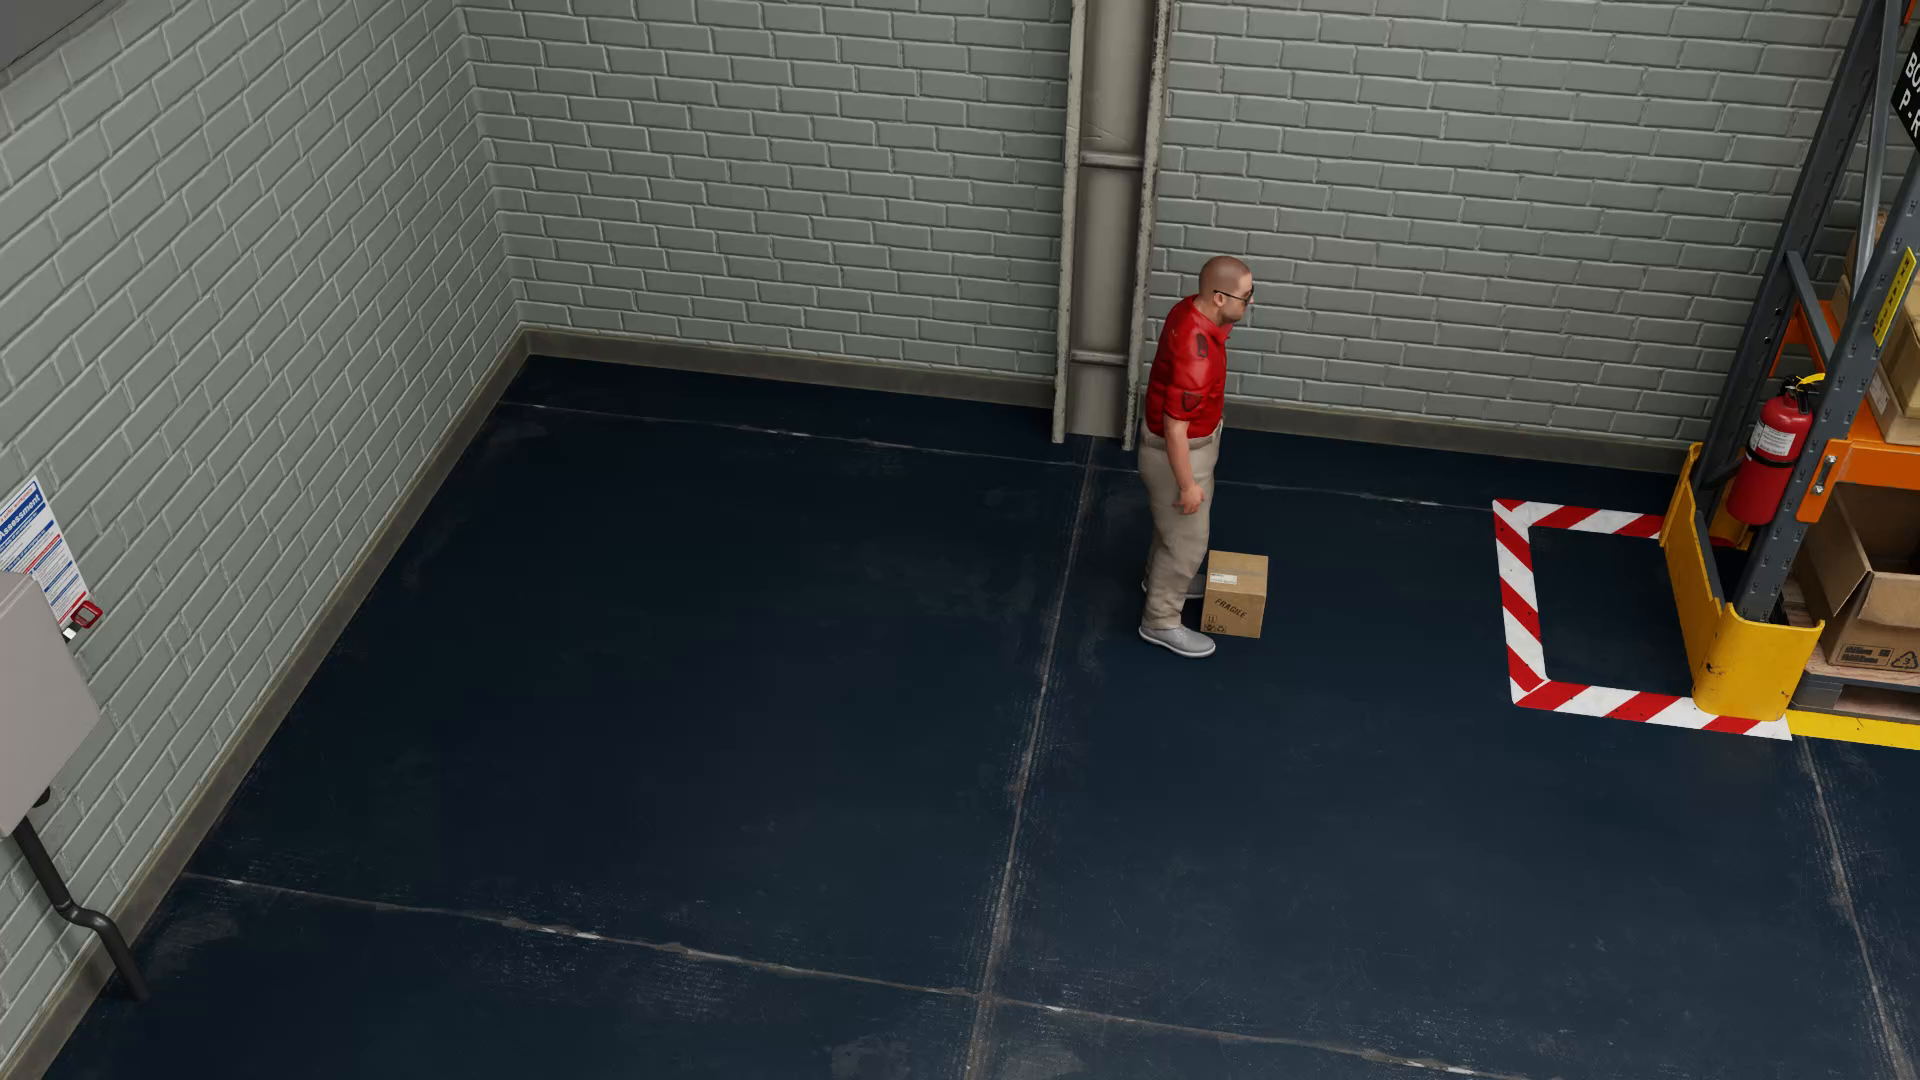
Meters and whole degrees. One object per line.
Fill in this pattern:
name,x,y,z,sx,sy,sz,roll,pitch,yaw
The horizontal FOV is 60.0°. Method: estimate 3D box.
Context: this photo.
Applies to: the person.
person,0.909,-0.356,6.587,0.396,1.726,0.585,7,41,8
